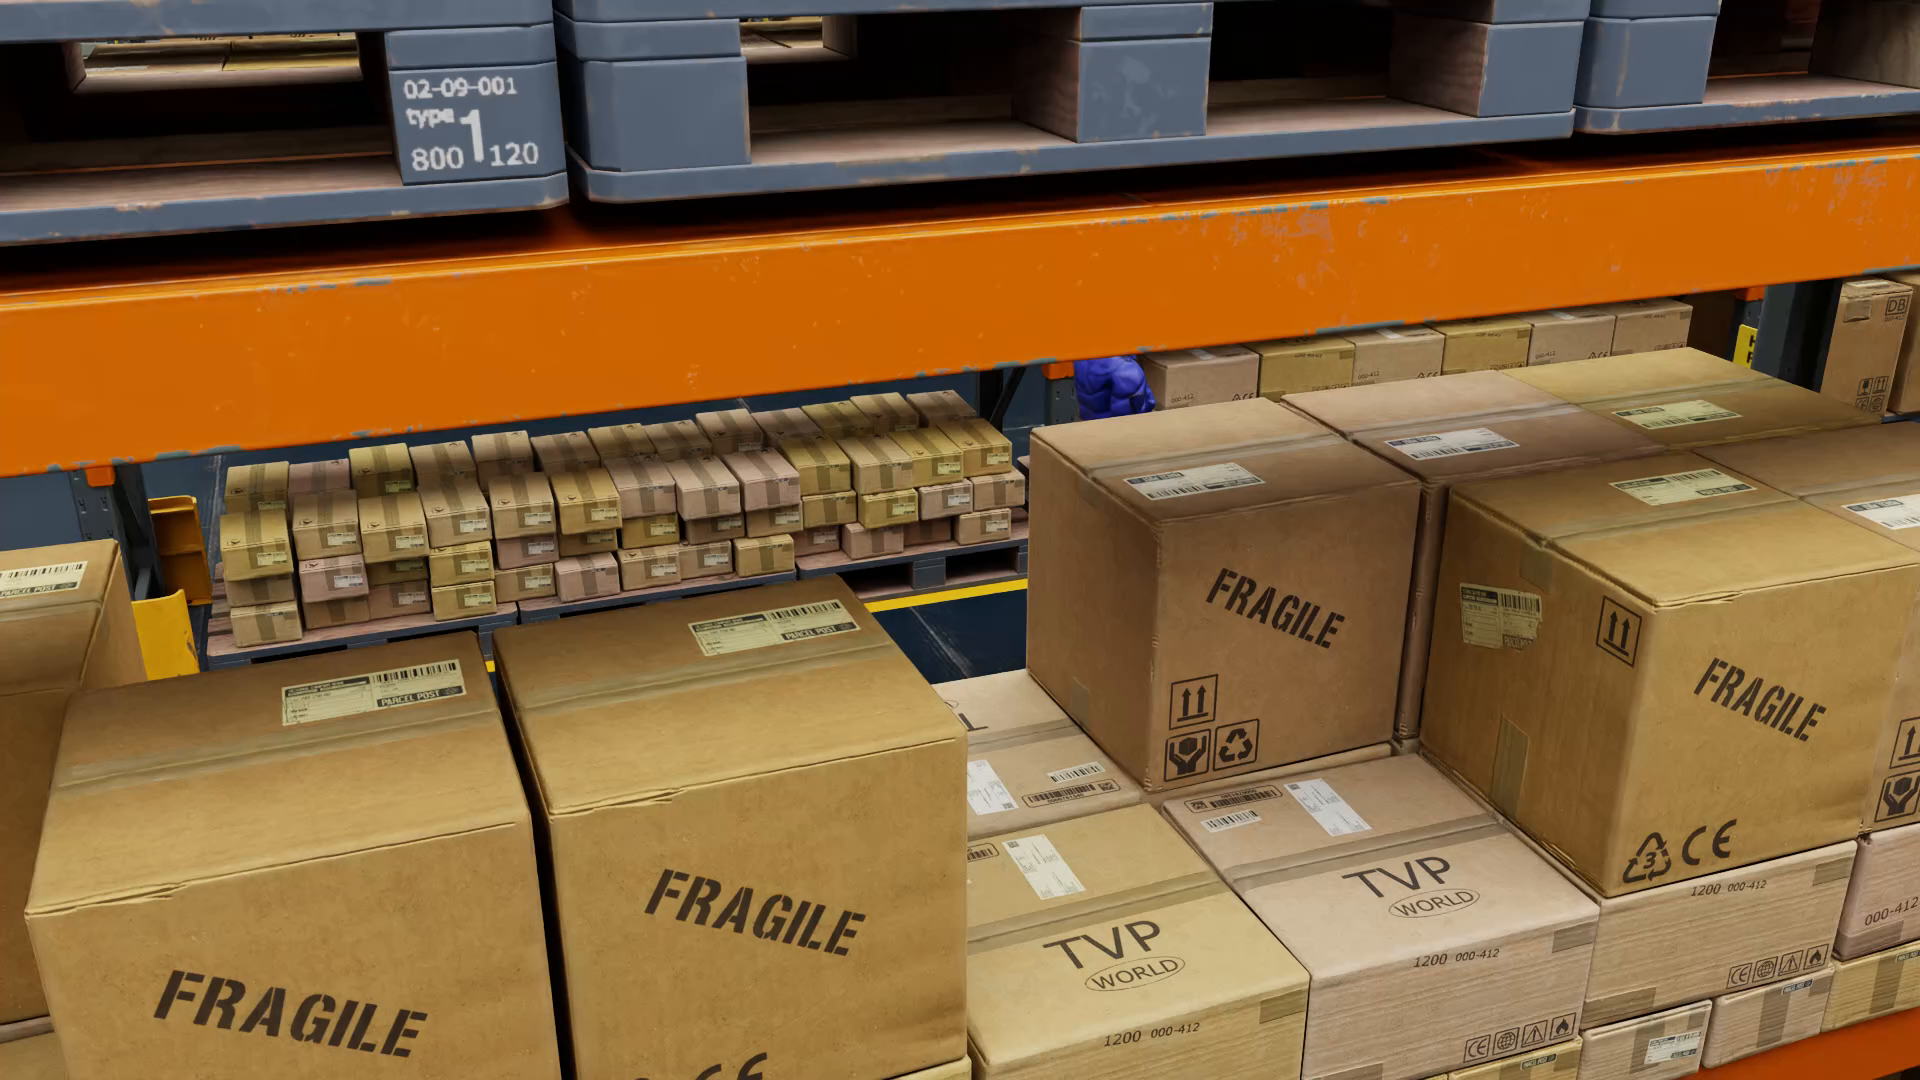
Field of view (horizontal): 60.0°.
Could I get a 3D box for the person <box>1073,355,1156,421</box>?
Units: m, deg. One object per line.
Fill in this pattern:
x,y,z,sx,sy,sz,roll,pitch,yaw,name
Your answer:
0.604,-0.213,6.659,0.343,1.631,0.448,-9,24,-20,person
